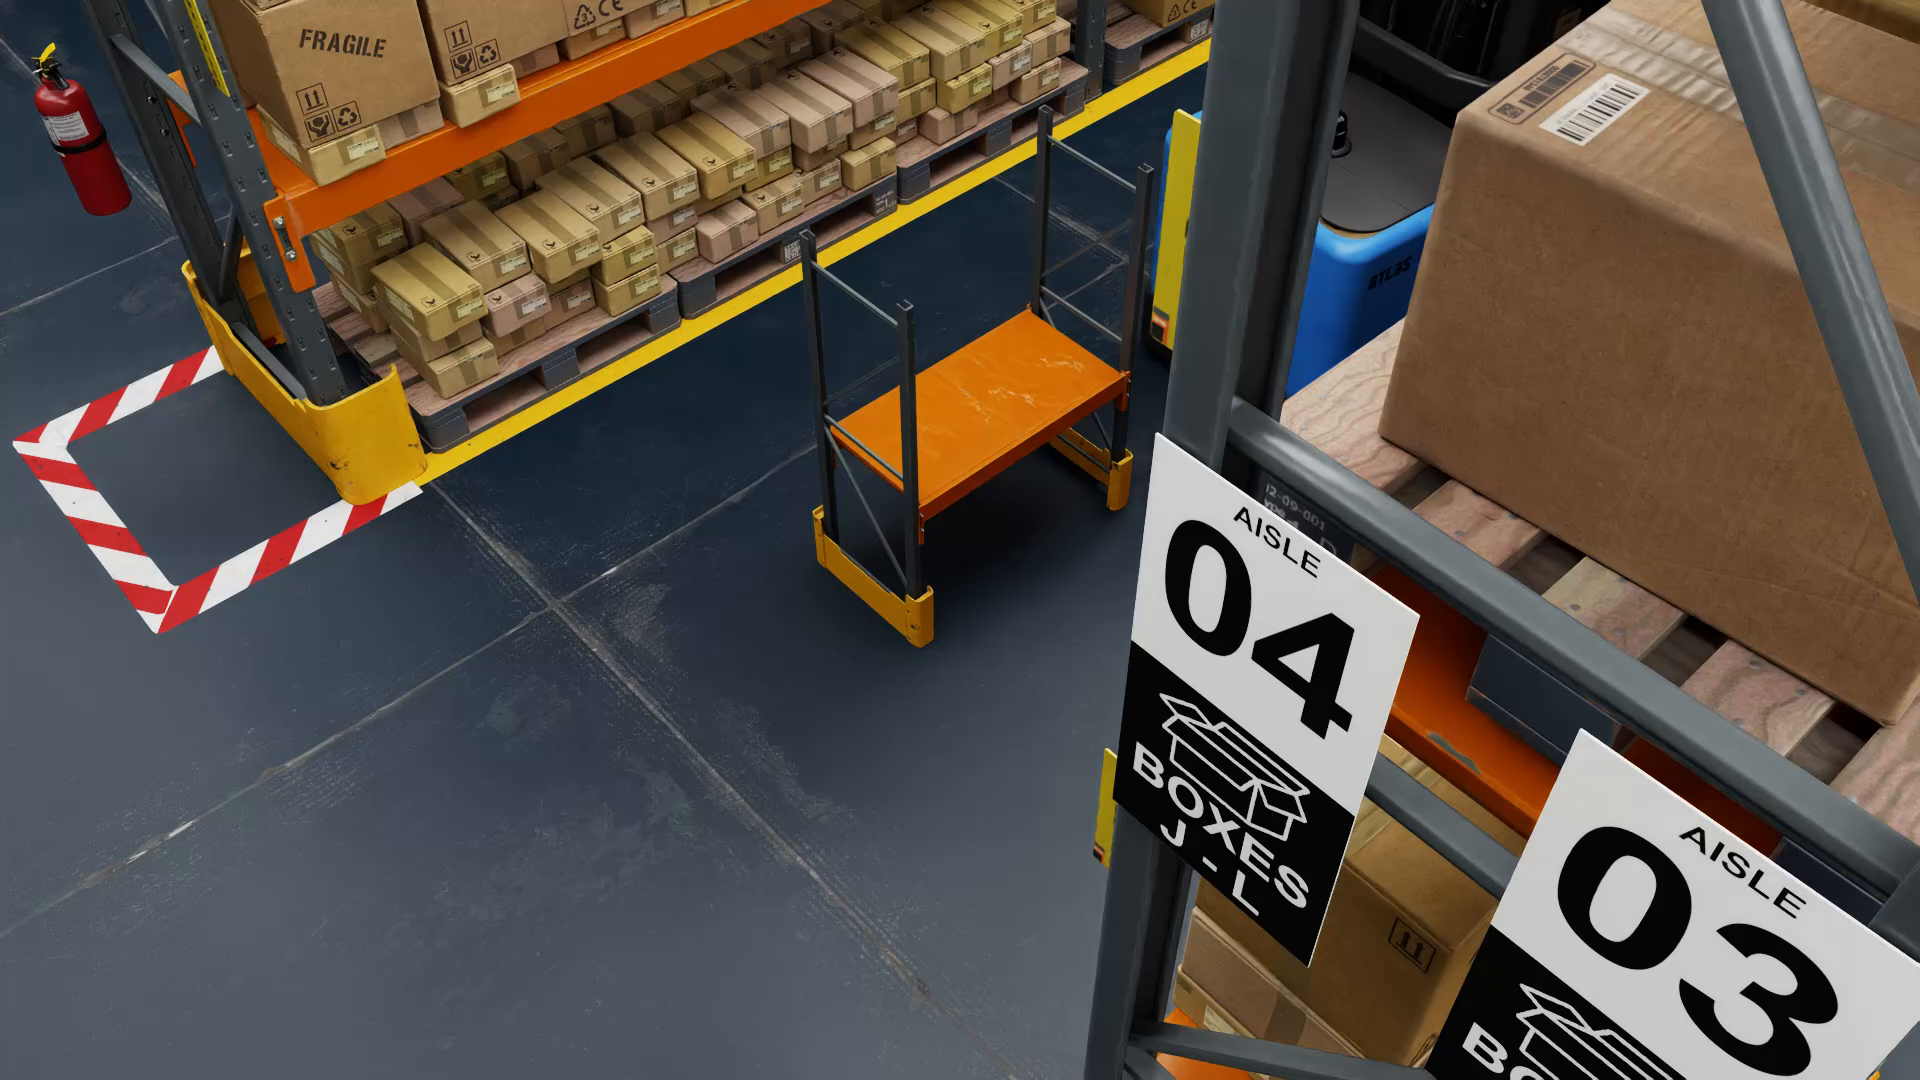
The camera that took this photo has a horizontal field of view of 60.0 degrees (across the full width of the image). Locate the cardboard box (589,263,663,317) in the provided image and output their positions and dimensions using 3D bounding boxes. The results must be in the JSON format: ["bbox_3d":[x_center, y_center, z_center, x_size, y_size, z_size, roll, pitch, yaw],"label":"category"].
[{"bbox_3d":[-1.451,-1.122,6.898,0.250,0.149,0.380,-33,55,-27],"label":"cardboard box"}]

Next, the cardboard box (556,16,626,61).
[{"bbox_3d":[-1.463,-1.967,6.194,0.250,0.149,0.380,-34,56,-27],"label":"cardboard box"}]

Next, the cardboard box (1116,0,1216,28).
[{"bbox_3d":[1.050,-2.988,8.381,0.500,0.500,0.500,-32,55,-26],"label":"cardboard box"}]

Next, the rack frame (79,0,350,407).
[{"bbox_3d":[-2.635,-1.494,5.588,0.127,3.000,1.000,-34,56,-27],"label":"rack frame"}]

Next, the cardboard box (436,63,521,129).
[{"bbox_3d":[-1.779,-1.643,5.896,0.250,0.149,0.380,-35,56,-28],"label":"cardboard box"}]

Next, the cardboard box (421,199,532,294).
[{"bbox_3d":[-1.896,-1.147,6.517,0.250,0.149,0.380,-33,55,-27],"label":"cardboard box"}]

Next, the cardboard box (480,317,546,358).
[{"bbox_3d":[-1.893,-0.929,6.720,0.250,0.149,0.380,-34,56,-27],"label":"cardboard box"}]

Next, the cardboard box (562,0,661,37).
[{"bbox_3d":[-1.367,-2.214,5.982,0.500,0.500,0.500,-33,55,-27],"label":"cardboard box"}]

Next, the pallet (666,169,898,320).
[{"bbox_3d":[-1.052,-1.569,7.554,1.213,0.211,1.003,-34,56,-27],"label":"pallet"}]

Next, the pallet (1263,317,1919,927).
[{"bbox_3d":[1.169,-0.107,2.327,1.213,0.211,1.003,-34,56,-27],"label":"pallet"}]

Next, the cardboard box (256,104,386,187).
[{"bbox_3d":[-2.175,-1.391,5.663,0.250,0.149,0.380,-34,56,-27],"label":"cardboard box"}]

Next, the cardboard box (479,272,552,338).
[{"bbox_3d":[-1.834,-0.995,6.579,0.250,0.149,0.380,-34,56,-27],"label":"cardboard box"}]

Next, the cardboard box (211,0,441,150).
[{"bbox_3d":[-2.117,-1.701,5.508,0.500,0.500,0.500,-31,55,-26],"label":"cardboard box"}]

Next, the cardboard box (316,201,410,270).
[{"bbox_3d":[-2.414,-1.271,6.631,0.250,0.149,0.380,-33,55,-27],"label":"cardboard box"}]

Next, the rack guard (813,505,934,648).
[{"bbox_3d":[-0.312,0.124,5.966,0.087,0.250,0.587,-34,56,-27],"label":"rack guard"}]

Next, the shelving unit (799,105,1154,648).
[{"bbox_3d":[0.056,-0.546,5.734,1.083,1.500,0.587,-34,56,-27],"label":"shelving unit"}]

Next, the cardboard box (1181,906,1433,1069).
[{"bbox_3d":[0.807,0.819,3.353,0.500,0.250,0.500,-35,56,-28],"label":"cardboard box"}]

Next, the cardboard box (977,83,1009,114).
[{"bbox_3d":[0.015,-2.185,7.879,0.250,0.149,0.380,-32,55,-26],"label":"cardboard box"}]

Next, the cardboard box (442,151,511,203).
[{"bbox_3d":[-2.083,-1.561,6.899,0.250,0.149,0.380,-35,56,-28],"label":"cardboard box"}]

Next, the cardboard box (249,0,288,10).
[{"bbox_3d":[-2.124,-2.046,5.146,0.500,0.500,0.500,-34,56,-27],"label":"cardboard box"}]

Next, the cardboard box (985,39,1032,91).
[{"bbox_3d":[0.114,-2.279,7.764,0.380,0.149,0.250,36,57,29],"label":"cardboard box"}]

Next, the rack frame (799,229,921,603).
[{"bbox_3d":[-0.313,-0.299,5.506,0.032,1.500,0.500,-34,56,-27],"label":"rack frame"}]

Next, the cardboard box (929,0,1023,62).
[{"bbox_3d":[0.074,-2.384,7.658,0.250,0.149,0.380,-33,55,-27],"label":"cardboard box"}]

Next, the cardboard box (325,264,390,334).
[{"bbox_3d":[-2.386,-1.043,6.826,0.250,0.149,0.380,-33,55,-27],"label":"cardboard box"}]

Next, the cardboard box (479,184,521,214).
[{"bbox_3d":[-2.053,-1.445,6.994,0.250,0.149,0.380,-36,57,-28],"label":"cardboard box"}]

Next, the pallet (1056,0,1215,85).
[{"bbox_3d":[0.900,-2.912,8.793,1.213,0.211,1.003,-34,56,-27],"label":"pallet"}]

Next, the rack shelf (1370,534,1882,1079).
[{"bbox_3d":[2.107,-0.509,3.127,4.000,0.370,1.077,-34,56,-27],"label":"rack shelf"}]

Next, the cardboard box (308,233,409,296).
[{"bbox_3d":[-2.436,-1.187,6.756,0.250,0.149,0.380,-35,56,-28],"label":"cardboard box"}]

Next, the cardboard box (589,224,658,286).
[{"bbox_3d":[-1.450,-1.232,6.797,0.250,0.149,0.380,-32,55,-26],"label":"cardboard box"}]

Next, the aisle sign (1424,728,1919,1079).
[{"bbox_3d":[0.776,0.570,1.914,0.004,0.787,0.394,-34,56,-27],"label":"aisle sign"}]

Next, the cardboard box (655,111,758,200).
[{"bbox_3d":[-1.058,-1.607,6.941,0.250,0.149,0.380,-33,55,-27],"label":"cardboard box"}]

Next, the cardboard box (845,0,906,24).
[{"bbox_3d":[-0.467,-2.536,7.798,0.250,0.149,0.380,-34,56,-28],"label":"cardboard box"}]

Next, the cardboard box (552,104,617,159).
[{"bbox_3d":[-1.688,-1.818,7.136,0.250,0.149,0.380,-32,55,-26],"label":"cardboard box"}]

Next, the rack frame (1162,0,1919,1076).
[{"bbox_3d":[0.627,-0.781,0.848,0.127,3.000,1.000,-34,56,-27],"label":"rack frame"}]

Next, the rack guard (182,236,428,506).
[{"bbox_3d":[-2.579,-0.684,6.541,0.348,0.500,1.175,-34,56,-27],"label":"rack guard"}]

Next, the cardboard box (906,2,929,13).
[{"bbox_3d":[-0.286,-2.569,8.031,0.250,0.149,0.380,-33,56,-27],"label":"cardboard box"}]

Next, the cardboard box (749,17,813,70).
[{"bbox_3d":[-0.888,-2.313,7.592,0.250,0.149,0.380,-33,55,-26],"label":"cardboard box"}]

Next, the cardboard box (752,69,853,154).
[{"bbox_3d":[-0.679,-1.847,7.162,0.250,0.149,0.380,-36,57,-28],"label":"cardboard box"}]

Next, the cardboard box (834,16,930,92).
[{"bbox_3d":[-0.350,-2.171,7.461,0.250,0.149,0.380,-32,55,-26],"label":"cardboard box"}]

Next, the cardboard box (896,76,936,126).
[{"bbox_3d":[-0.324,-2.066,7.567,0.250,0.149,0.380,-33,55,-27],"label":"cardboard box"}]

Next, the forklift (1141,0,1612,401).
[{"bbox_3d":[2.239,-2.181,6.268,3.031,2.935,1.130,-29,54,-24],"label":"forklift"}]

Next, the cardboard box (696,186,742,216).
[{"bbox_3d":[-1.144,-1.571,7.110,0.250,0.149,0.380,-31,54,-25],"label":"cardboard box"}]

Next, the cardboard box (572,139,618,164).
[{"bbox_3d":[-1.679,-1.708,7.236,0.250,0.149,0.380,-33,55,-27],"label":"cardboard box"}]

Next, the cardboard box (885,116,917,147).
[{"bbox_3d":[-0.414,-1.955,7.667,0.250,0.149,0.380,-35,56,-28],"label":"cardboard box"}]

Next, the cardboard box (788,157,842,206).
[{"bbox_3d":[-0.740,-1.664,7.399,0.250,0.149,0.380,-33,55,-27],"label":"cardboard box"}]

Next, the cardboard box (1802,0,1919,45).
[{"bbox_3d":[1.473,-0.473,2.183,0.500,0.500,0.700,-36,57,-28],"label":"cardboard box"}]

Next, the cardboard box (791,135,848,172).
[{"bbox_3d":[-0.712,-1.808,7.329,0.380,0.149,0.250,36,57,29],"label":"cardboard box"}]

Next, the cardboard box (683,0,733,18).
[{"bbox_3d":[-1.055,-2.190,6.400,0.250,0.149,0.380,-32,55,-26],"label":"cardboard box"}]

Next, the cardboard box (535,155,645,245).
[{"bbox_3d":[-1.495,-1.370,6.722,0.380,0.149,0.250,36,57,29],"label":"cardboard box"}]

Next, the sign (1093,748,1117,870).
[{"bbox_3d":[0.272,0.478,2.819,0.005,0.325,0.100,-34,56,-27],"label":"sign"}]

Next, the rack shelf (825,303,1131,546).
[{"bbox_3d":[0.063,-0.429,5.870,1.000,0.185,0.538,-34,56,-27],"label":"rack shelf"}]

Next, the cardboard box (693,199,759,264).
[{"bbox_3d":[-1.084,-1.376,7.132,0.380,0.149,0.250,36,57,29],"label":"cardboard box"}]

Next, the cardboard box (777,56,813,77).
[{"bbox_3d":[-0.863,-2.174,7.667,0.250,0.149,0.380,-31,55,-26],"label":"cardboard box"}]

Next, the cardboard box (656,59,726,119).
[{"bbox_3d":[-1.243,-2.033,7.334,0.250,0.149,0.380,-33,56,-27],"label":"cardboard box"}]
